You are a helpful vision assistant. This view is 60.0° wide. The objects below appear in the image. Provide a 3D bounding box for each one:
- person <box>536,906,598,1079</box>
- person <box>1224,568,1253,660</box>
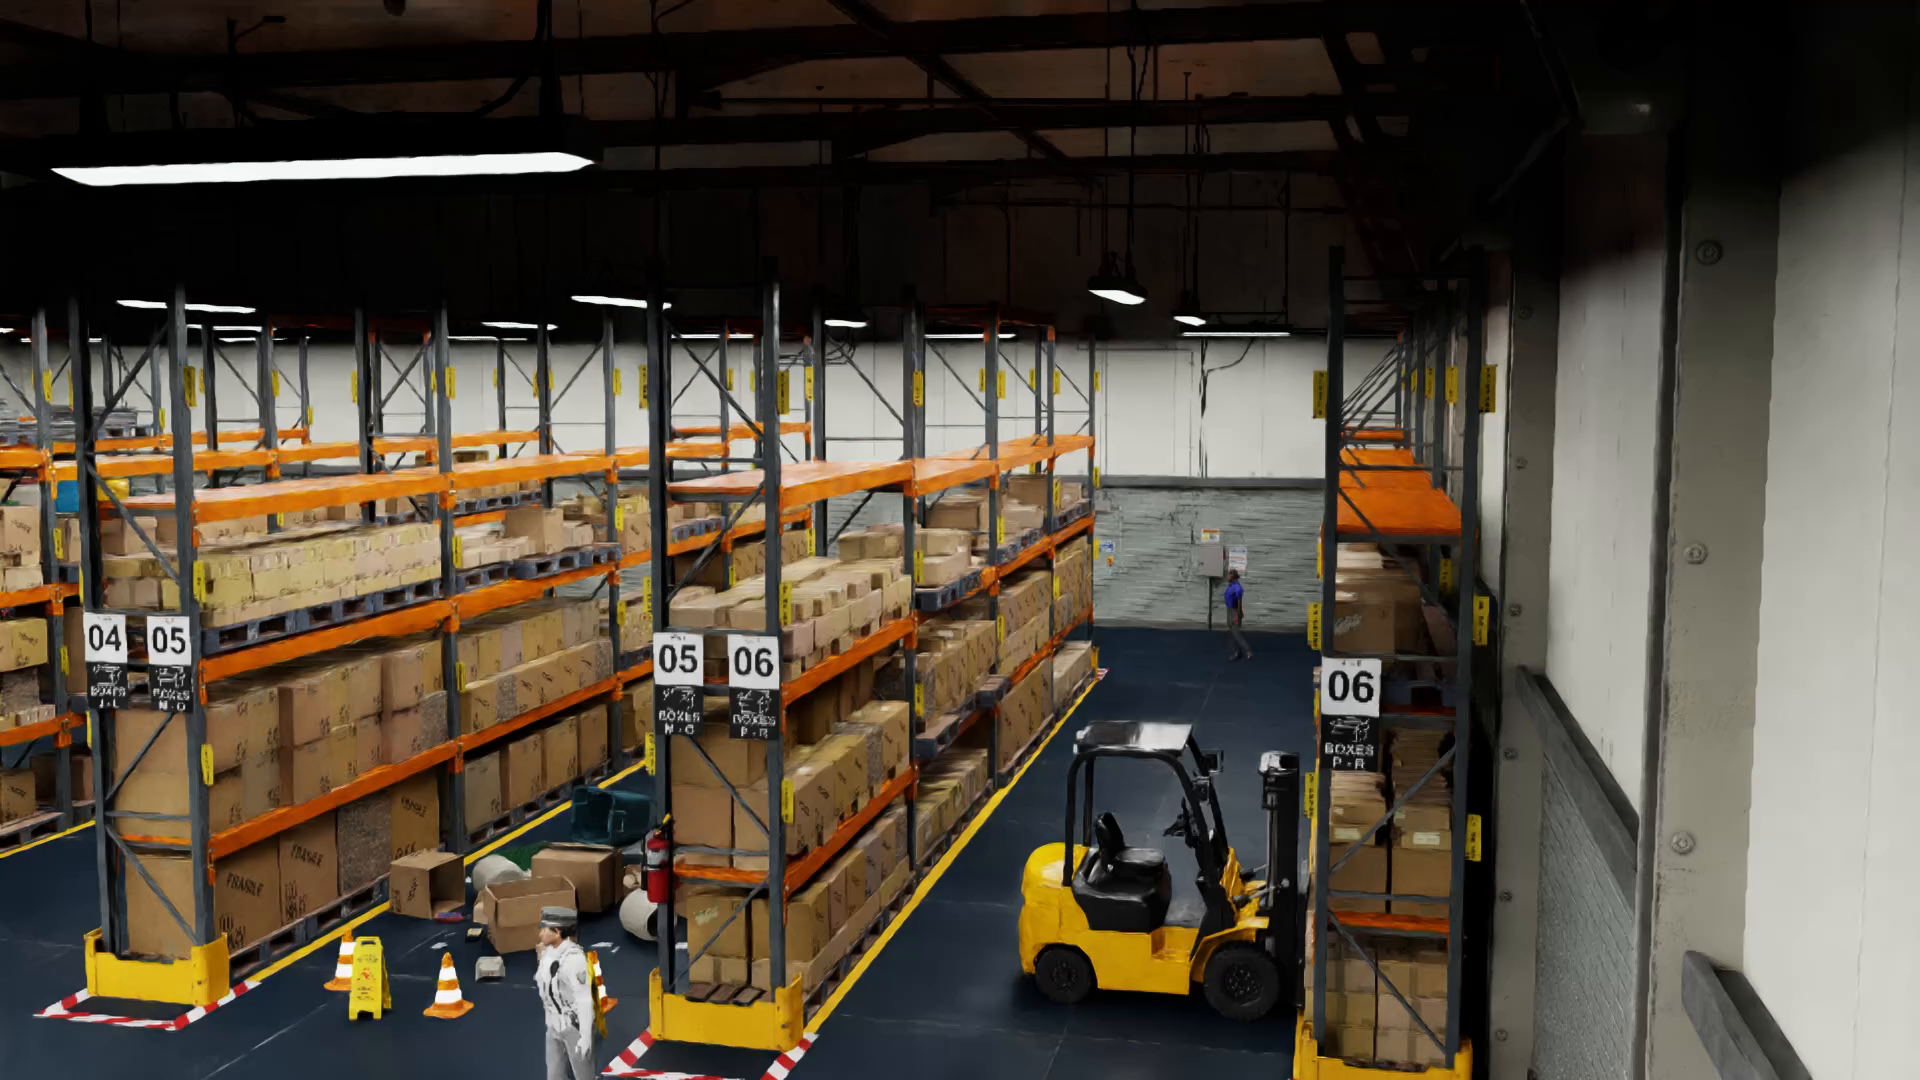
[{"bbox_3d":[-2.527,3.228,11.068,0.544,1.662,0.522,-5,8,-40],"label":"person"},{"bbox_3d":[4.972,1.337,29.719,0.406,1.637,0.623,-2,6,-16],"label":"person"}]
